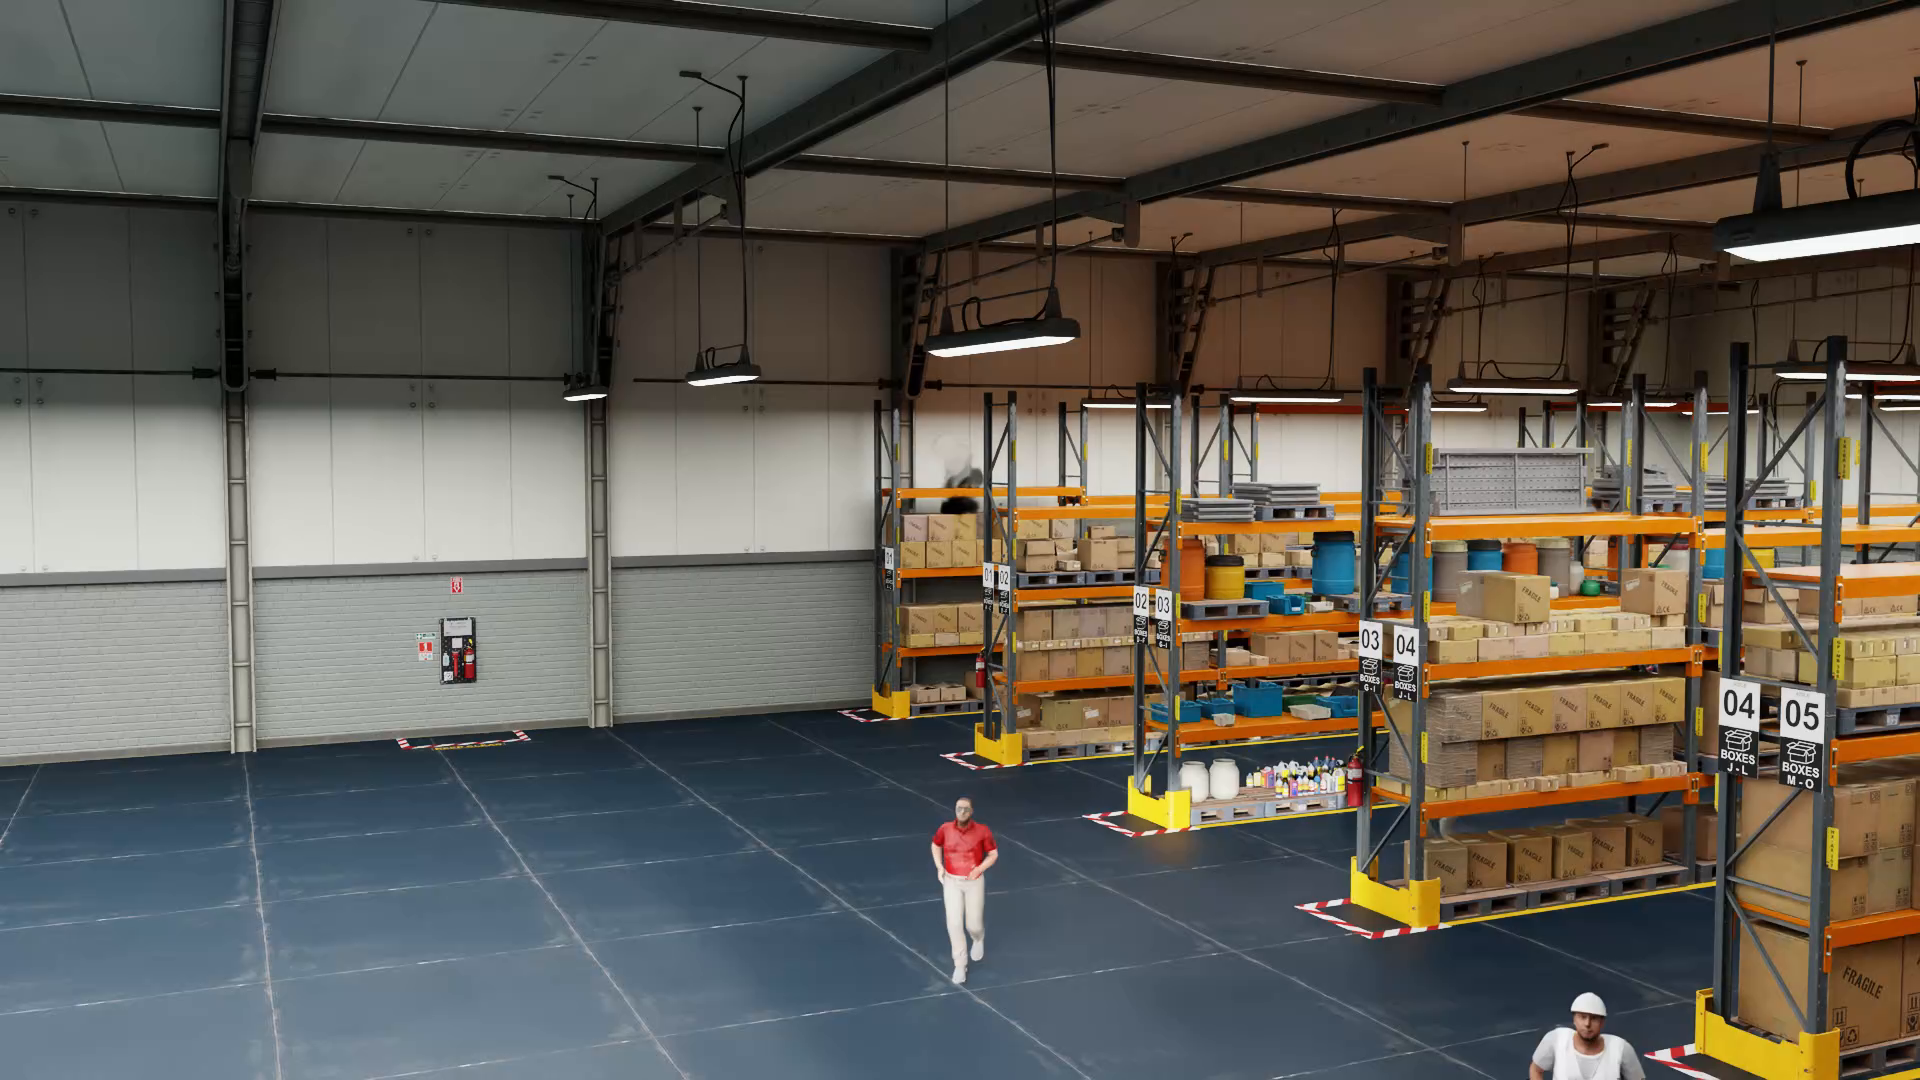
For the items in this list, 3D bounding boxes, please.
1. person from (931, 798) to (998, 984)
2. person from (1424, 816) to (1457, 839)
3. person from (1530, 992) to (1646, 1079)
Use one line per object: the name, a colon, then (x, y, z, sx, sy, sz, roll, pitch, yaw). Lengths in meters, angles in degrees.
person: (0.036, 3.367, 16.216, 0.670, 1.726, 0.766, 0, 3, 6)
person: (5.810, 3.107, 20.176, 0.653, 1.773, 0.652, -2, 4, -35)
person: (3.920, 3.686, 10.387, 0.695, 1.746, 0.590, 1, 4, 19)
